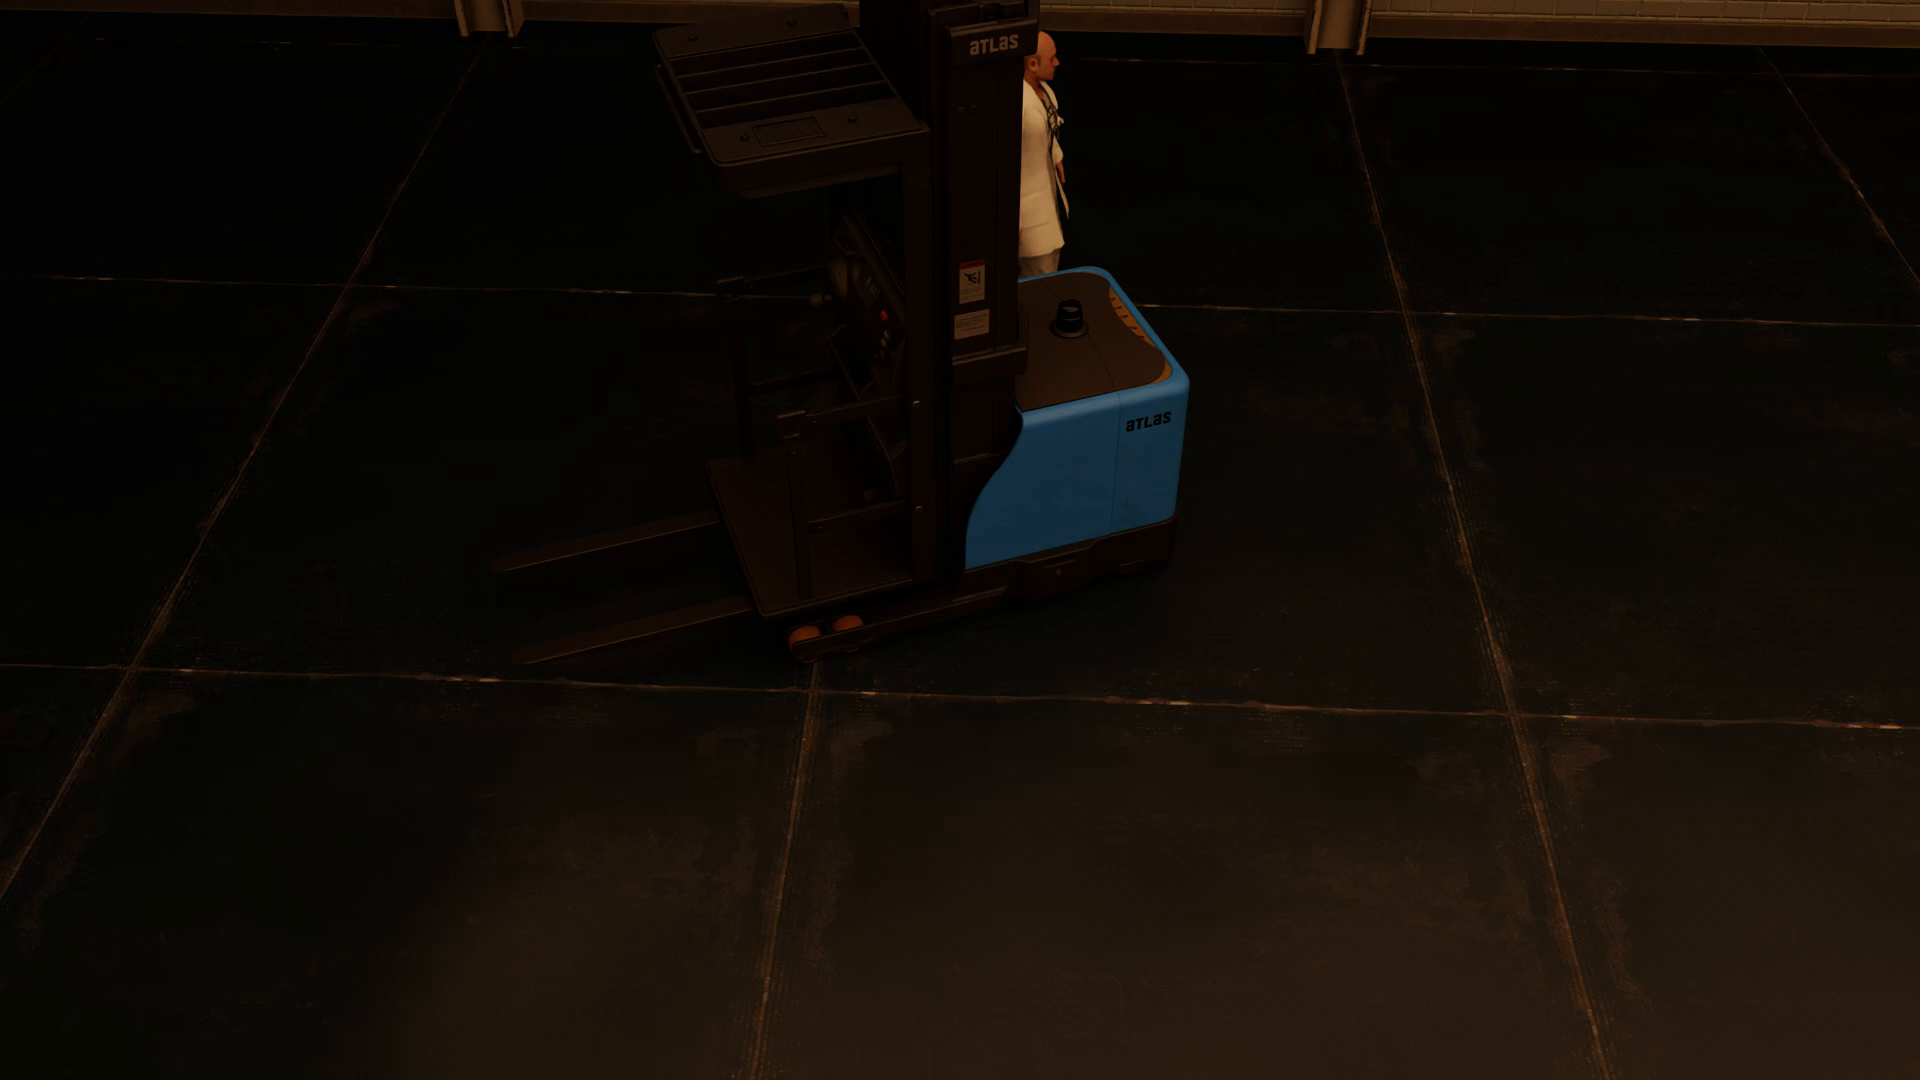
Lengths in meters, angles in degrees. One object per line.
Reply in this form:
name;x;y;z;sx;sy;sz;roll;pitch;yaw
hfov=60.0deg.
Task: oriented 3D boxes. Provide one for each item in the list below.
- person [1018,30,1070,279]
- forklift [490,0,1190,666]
person;0.400;-1.768;8.541;0.437;1.770;0.767;10;43;11
forklift;-0.573;-0.945;6.778;3.031;2.935;1.130;-13;44;-14
